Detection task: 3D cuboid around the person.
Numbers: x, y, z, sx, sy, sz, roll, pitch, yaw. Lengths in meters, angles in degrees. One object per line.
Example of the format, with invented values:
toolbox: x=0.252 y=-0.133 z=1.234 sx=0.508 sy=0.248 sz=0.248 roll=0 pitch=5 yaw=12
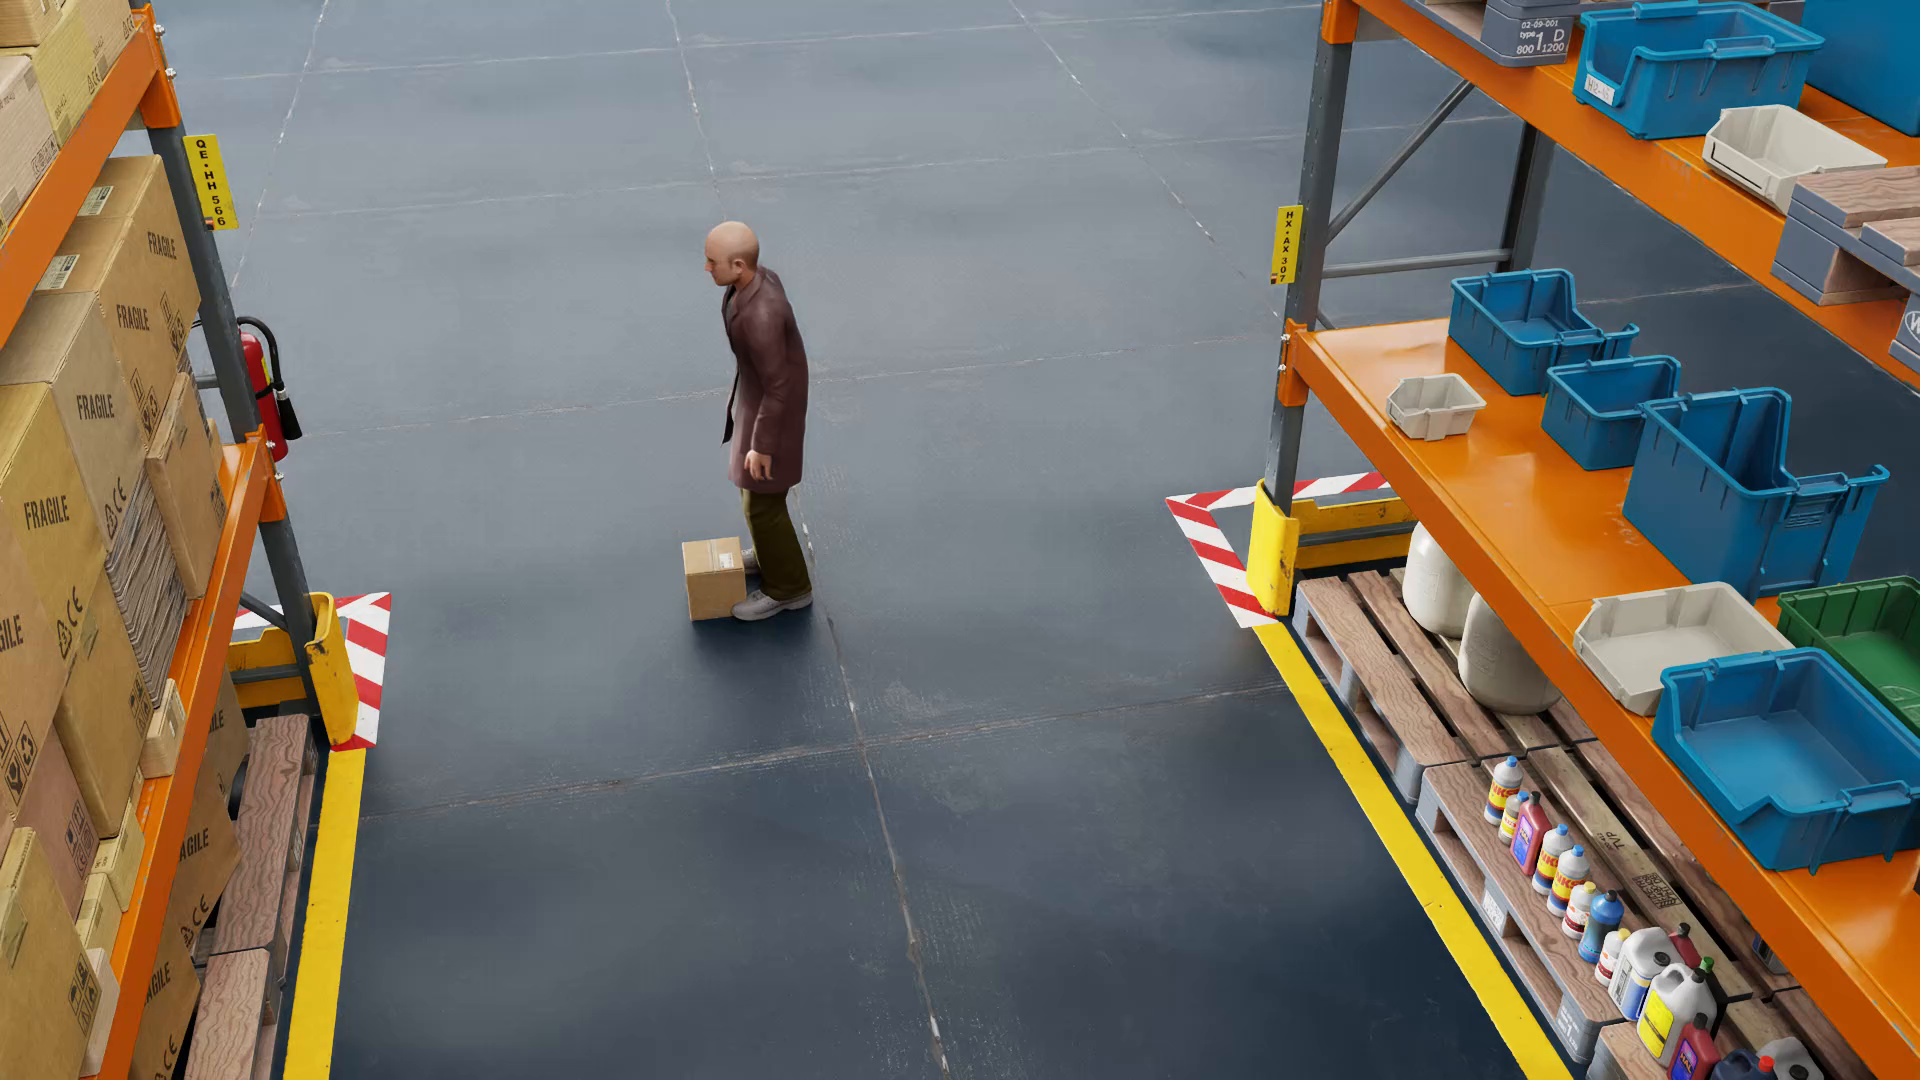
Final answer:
person: x=-0.832 y=-0.420 z=6.950 sx=0.419 sy=1.586 sz=0.646 roll=-7 pitch=35 yaw=-11
